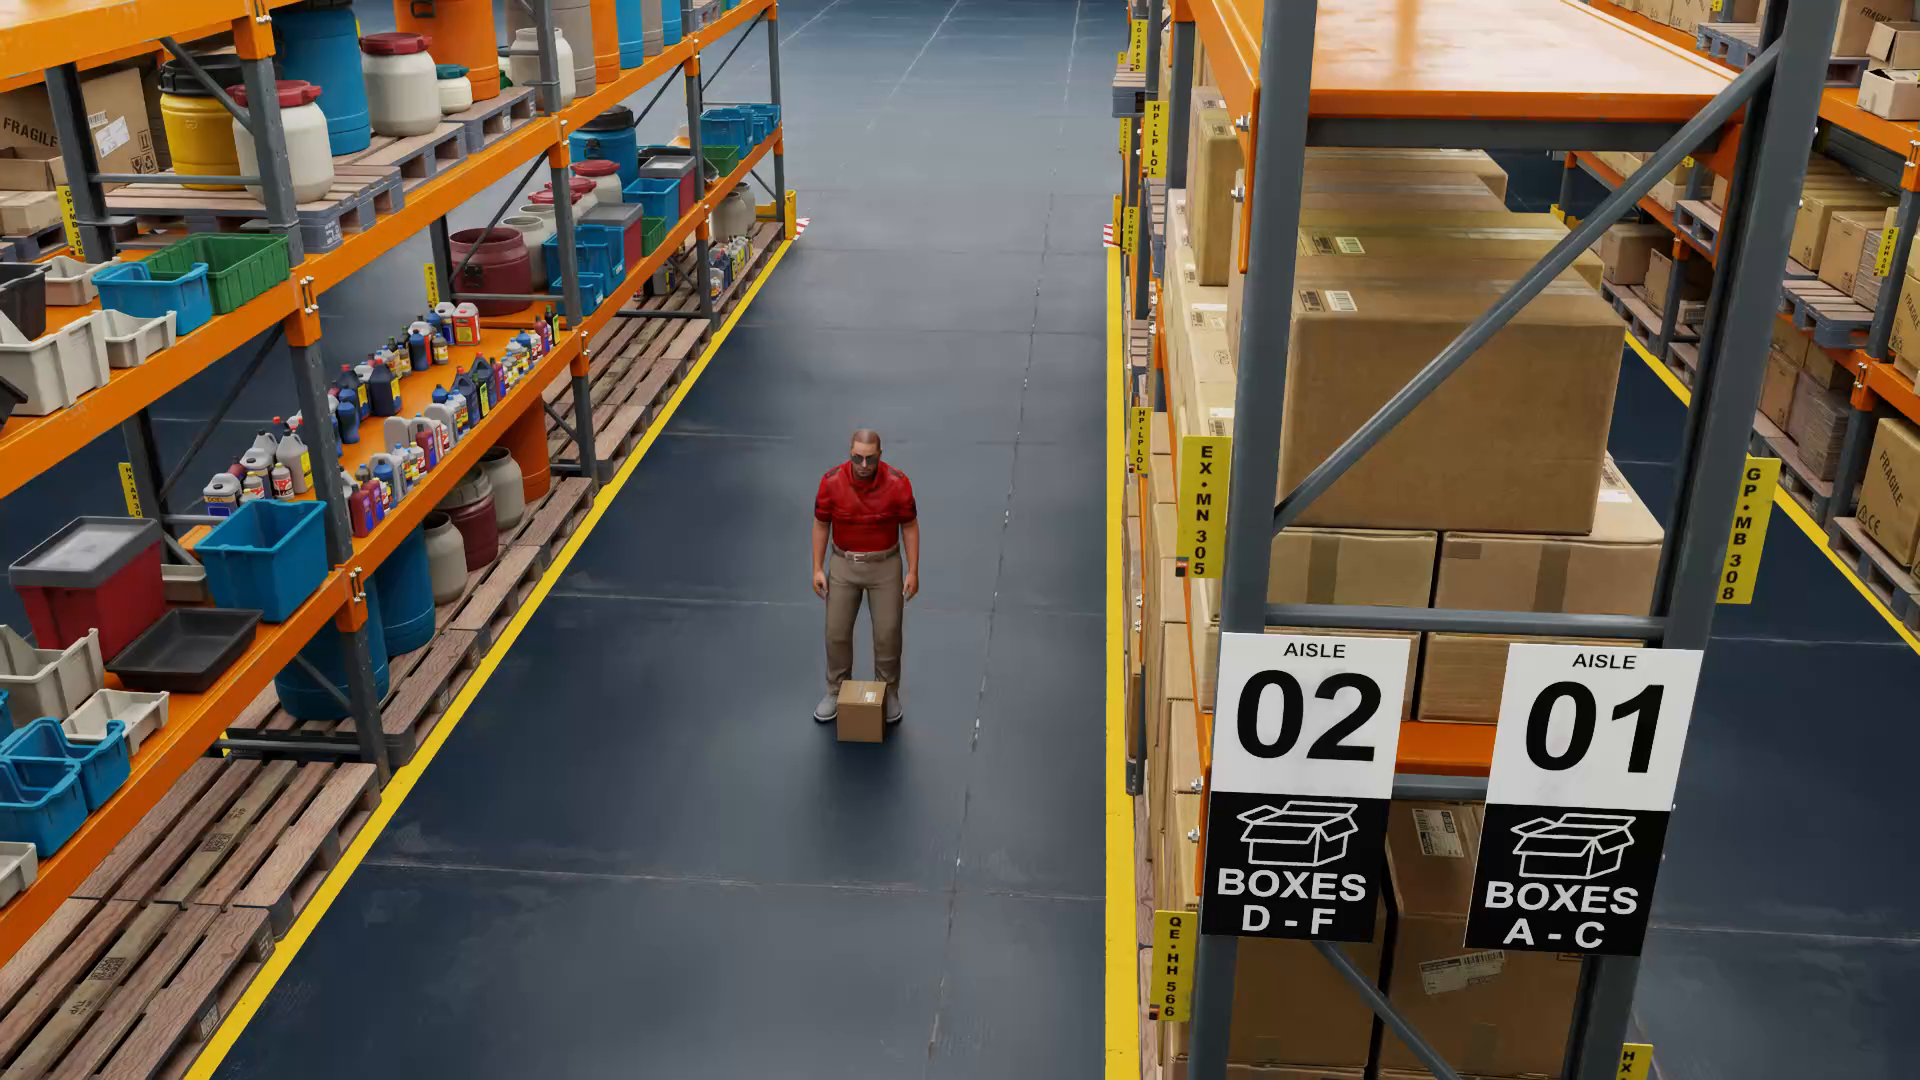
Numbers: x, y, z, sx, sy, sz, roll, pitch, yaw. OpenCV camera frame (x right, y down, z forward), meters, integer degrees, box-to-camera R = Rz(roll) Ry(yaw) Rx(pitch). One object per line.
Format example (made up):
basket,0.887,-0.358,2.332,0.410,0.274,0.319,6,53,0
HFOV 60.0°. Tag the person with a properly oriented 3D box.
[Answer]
person,-0.526,0.180,9.222,0.603,1.728,0.384,1,24,2
